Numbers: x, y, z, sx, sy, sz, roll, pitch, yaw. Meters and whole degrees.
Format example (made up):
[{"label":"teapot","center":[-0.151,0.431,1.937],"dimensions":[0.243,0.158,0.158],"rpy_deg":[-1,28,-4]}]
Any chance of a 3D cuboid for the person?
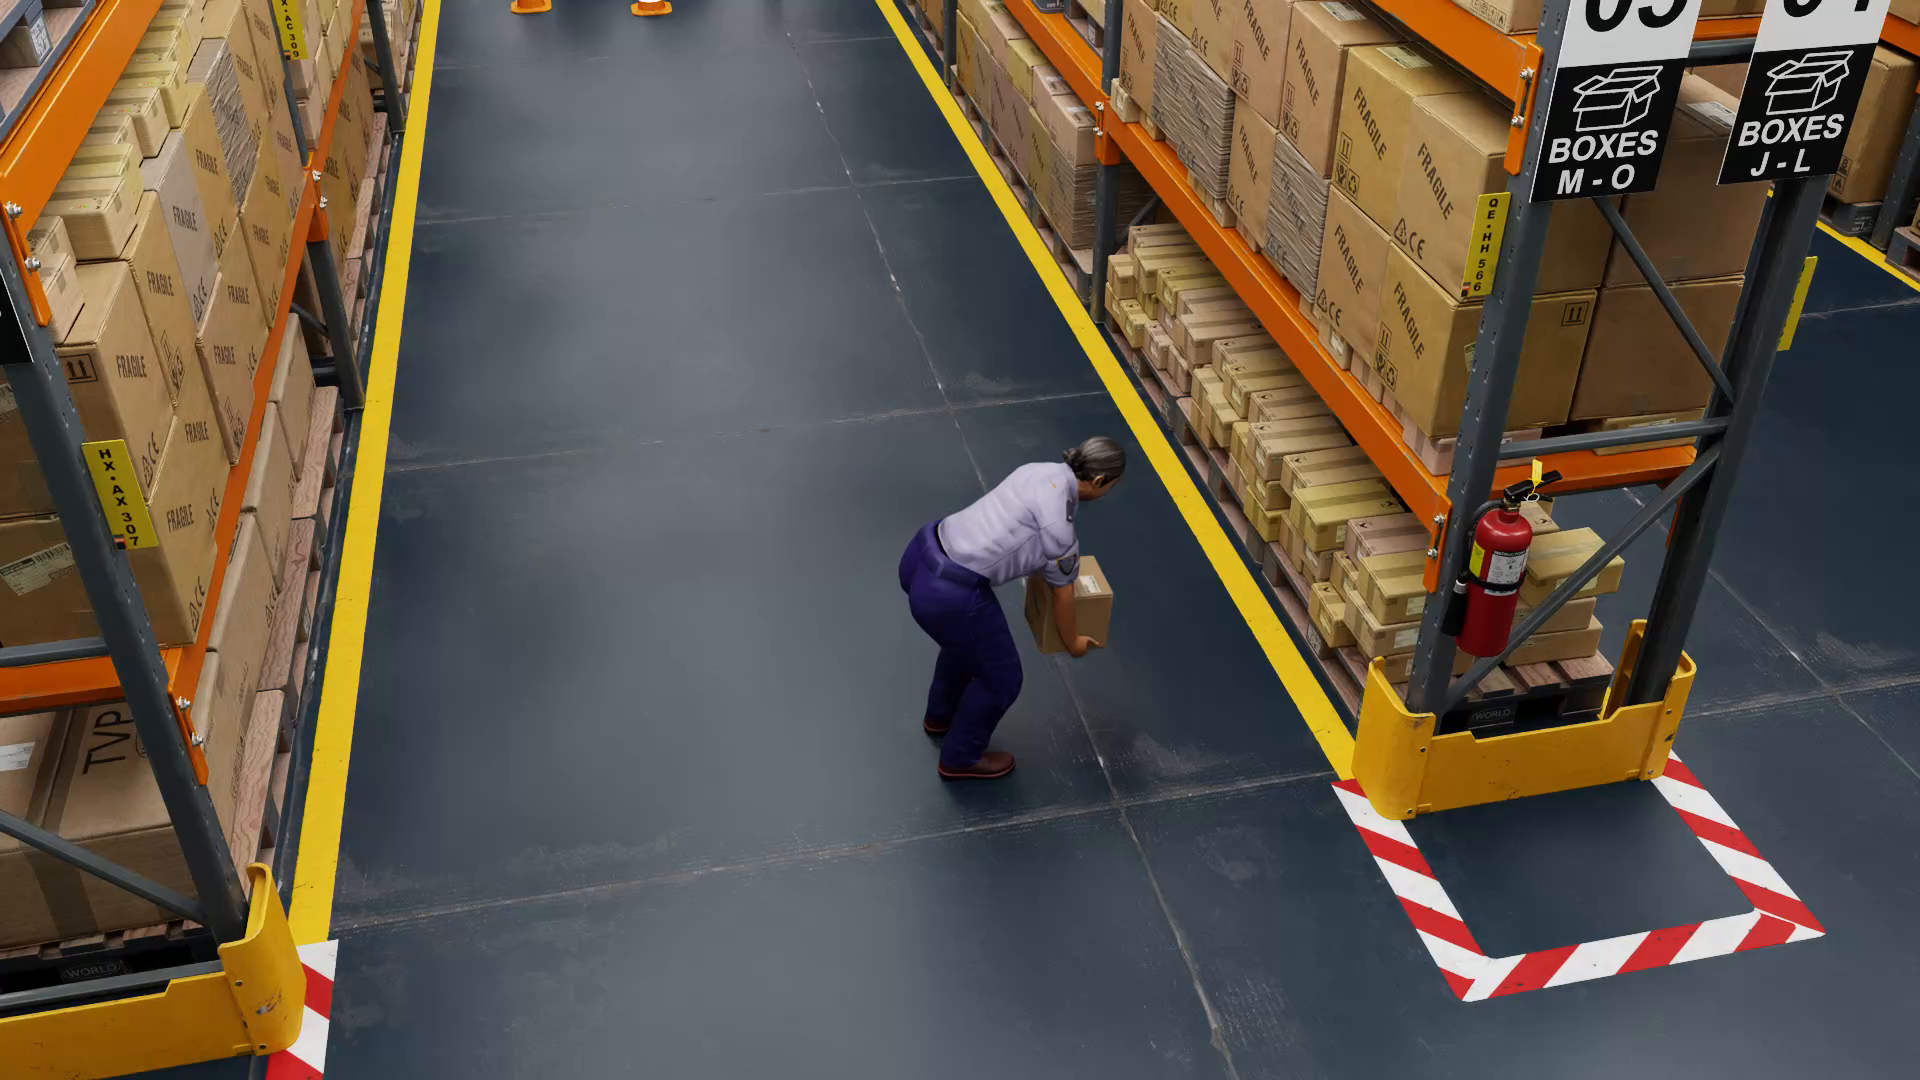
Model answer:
[{"label":"person","center":[0.193,0.249,6.113],"dimensions":[0.815,1.294,0.466],"rpy_deg":[-8,35,-12]}]
